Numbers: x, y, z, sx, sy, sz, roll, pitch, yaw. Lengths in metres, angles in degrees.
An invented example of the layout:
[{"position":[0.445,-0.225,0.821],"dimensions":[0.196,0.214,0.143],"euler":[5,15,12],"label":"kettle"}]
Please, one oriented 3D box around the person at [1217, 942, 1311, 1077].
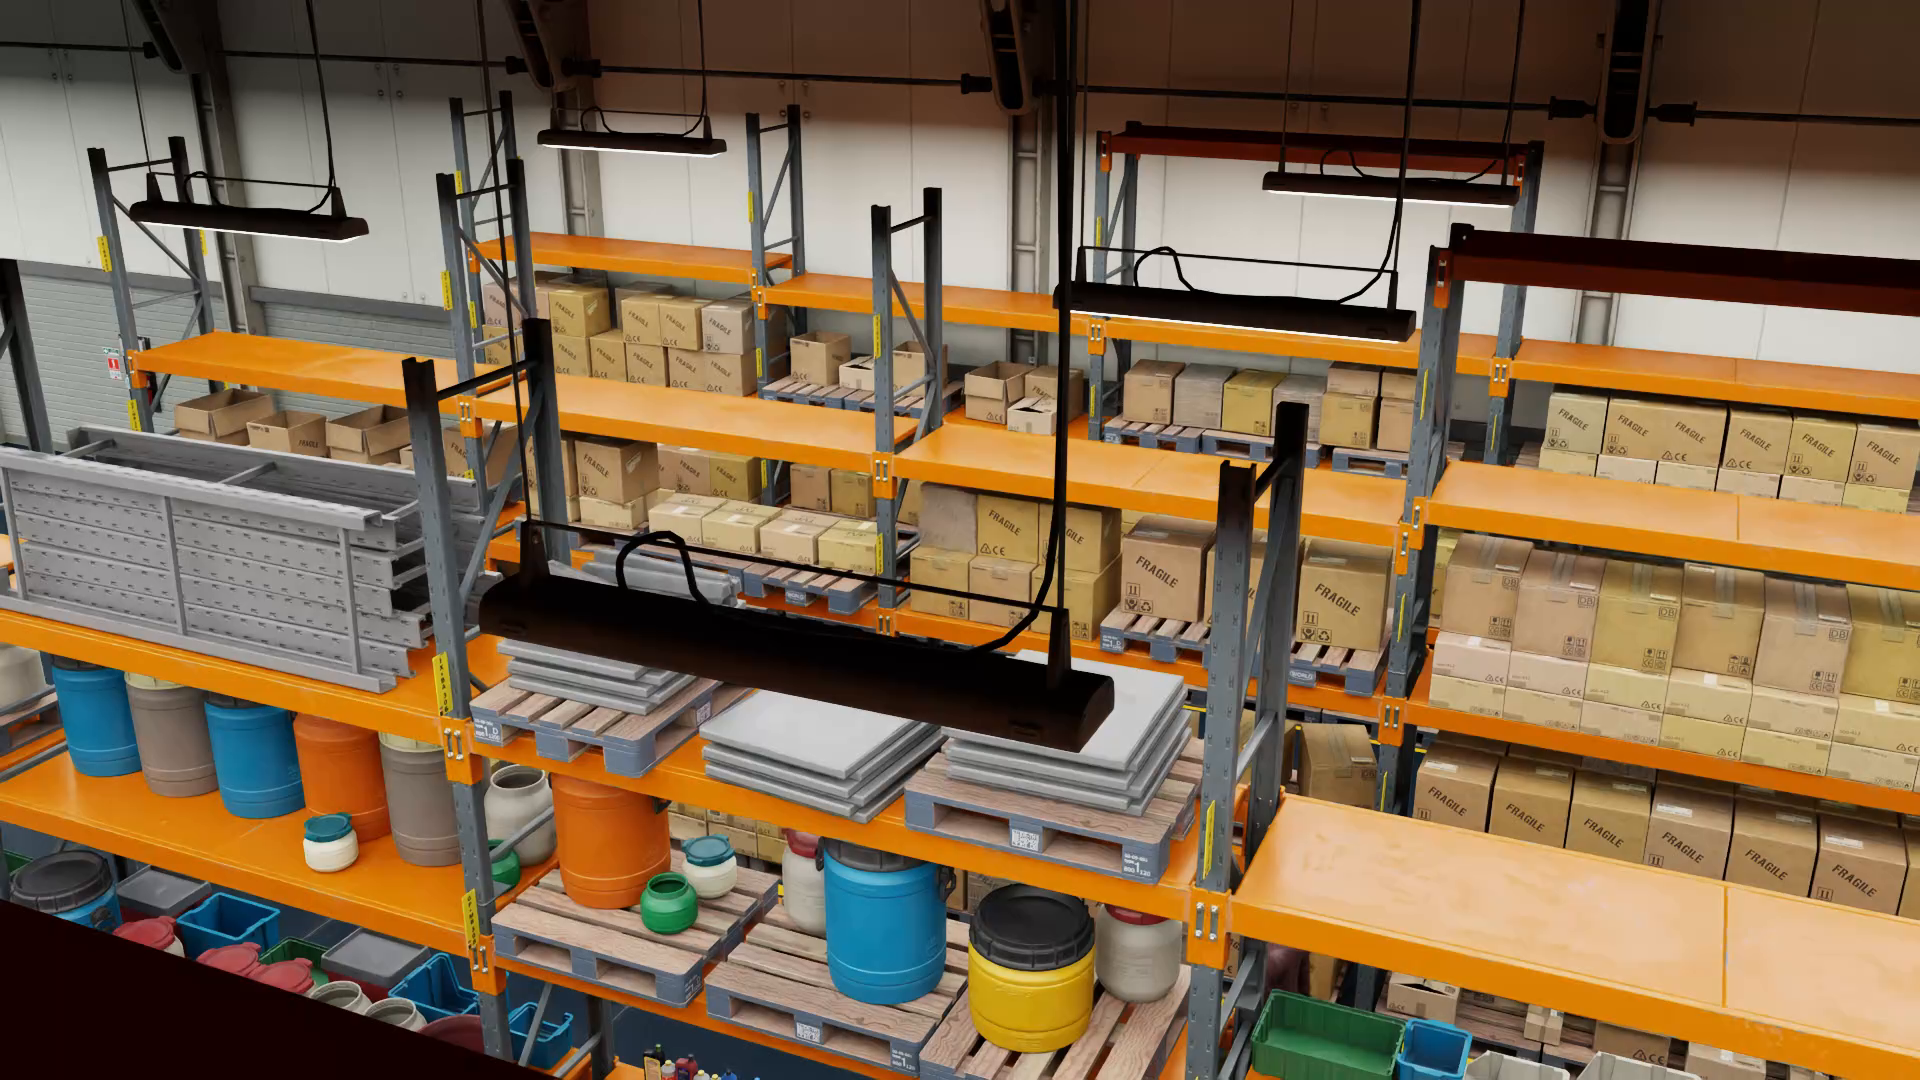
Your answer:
[{"position":[2.108,3.230,11.553],"dimensions":[1.103,1.716,0.633],"euler":[9,22,23],"label":"person"}]
